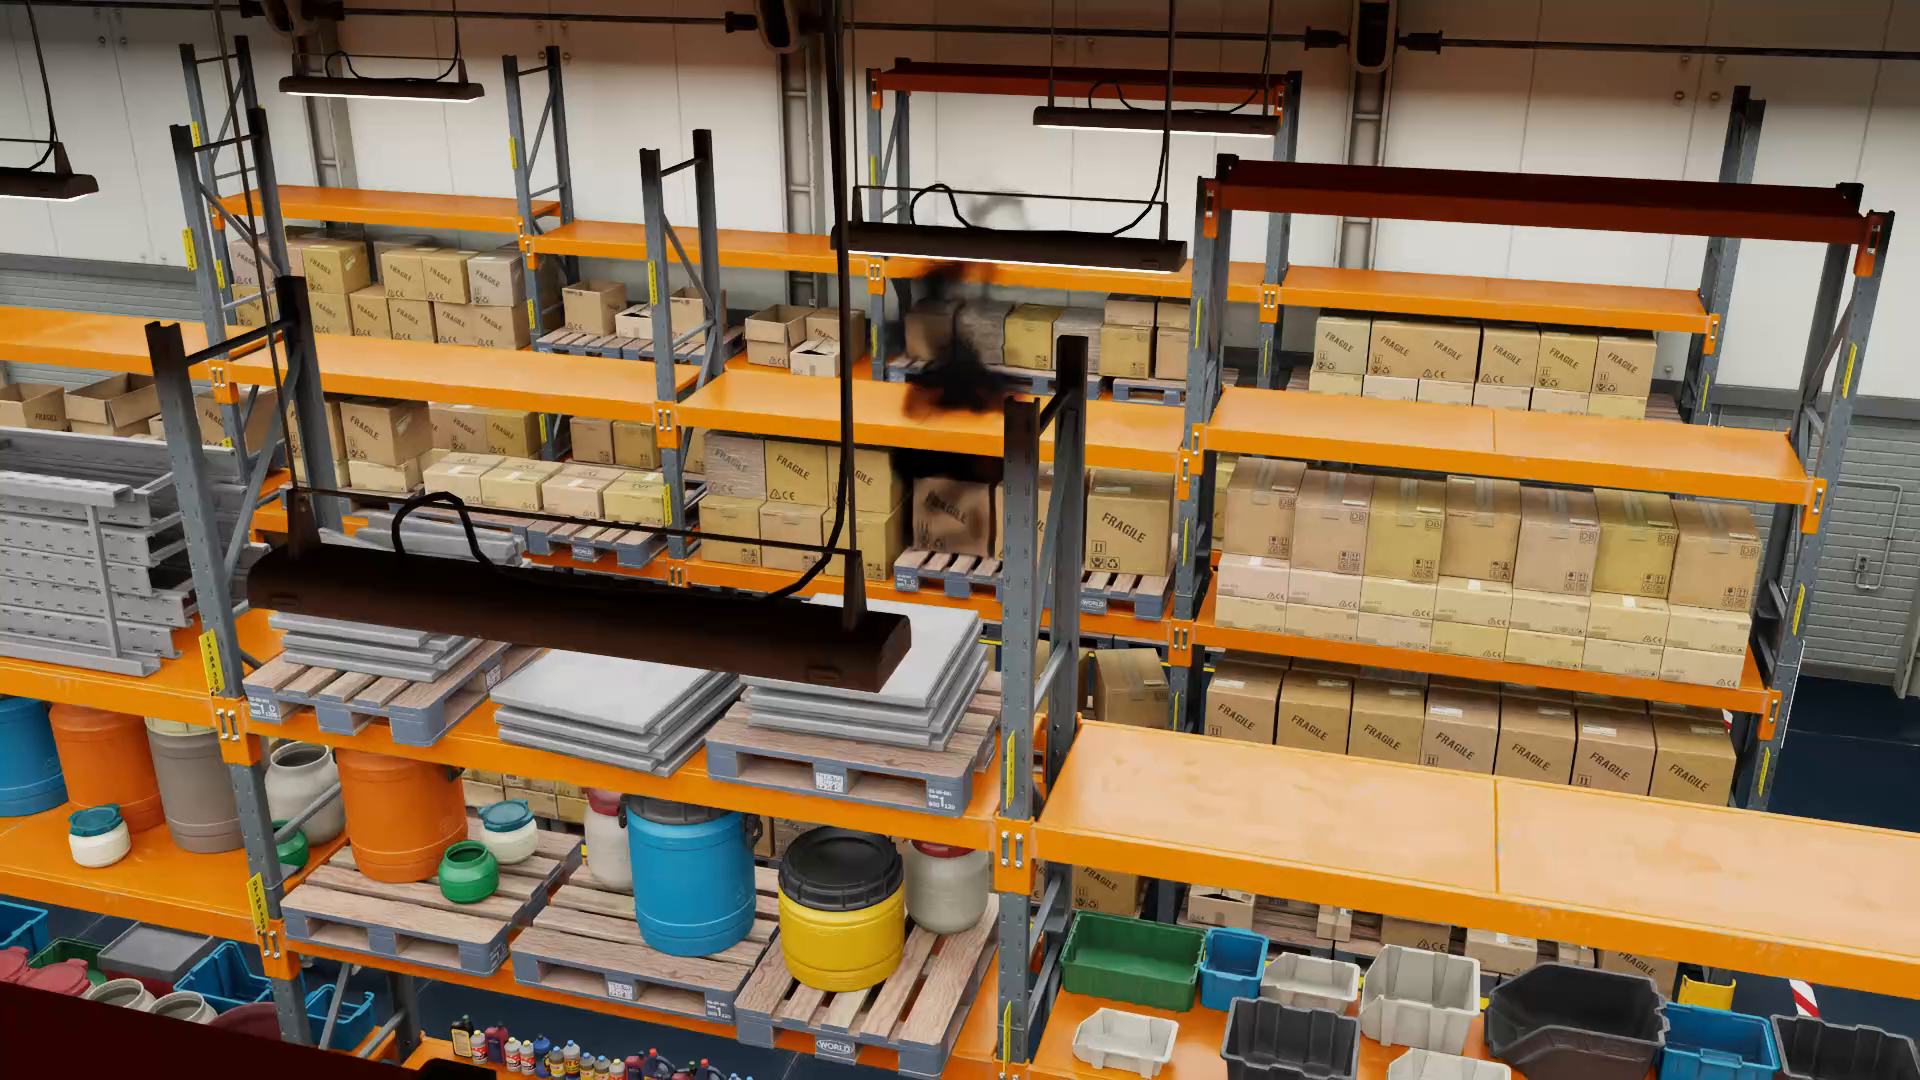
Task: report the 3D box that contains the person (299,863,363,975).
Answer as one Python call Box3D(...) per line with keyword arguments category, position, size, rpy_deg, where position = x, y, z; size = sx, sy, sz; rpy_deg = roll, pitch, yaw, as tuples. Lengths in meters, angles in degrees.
Box3D(category="person", position=(-4.851, 2.550, 12.460), size=(0.914, 1.645, 0.575), rpy_deg=(4, 23, 11))
